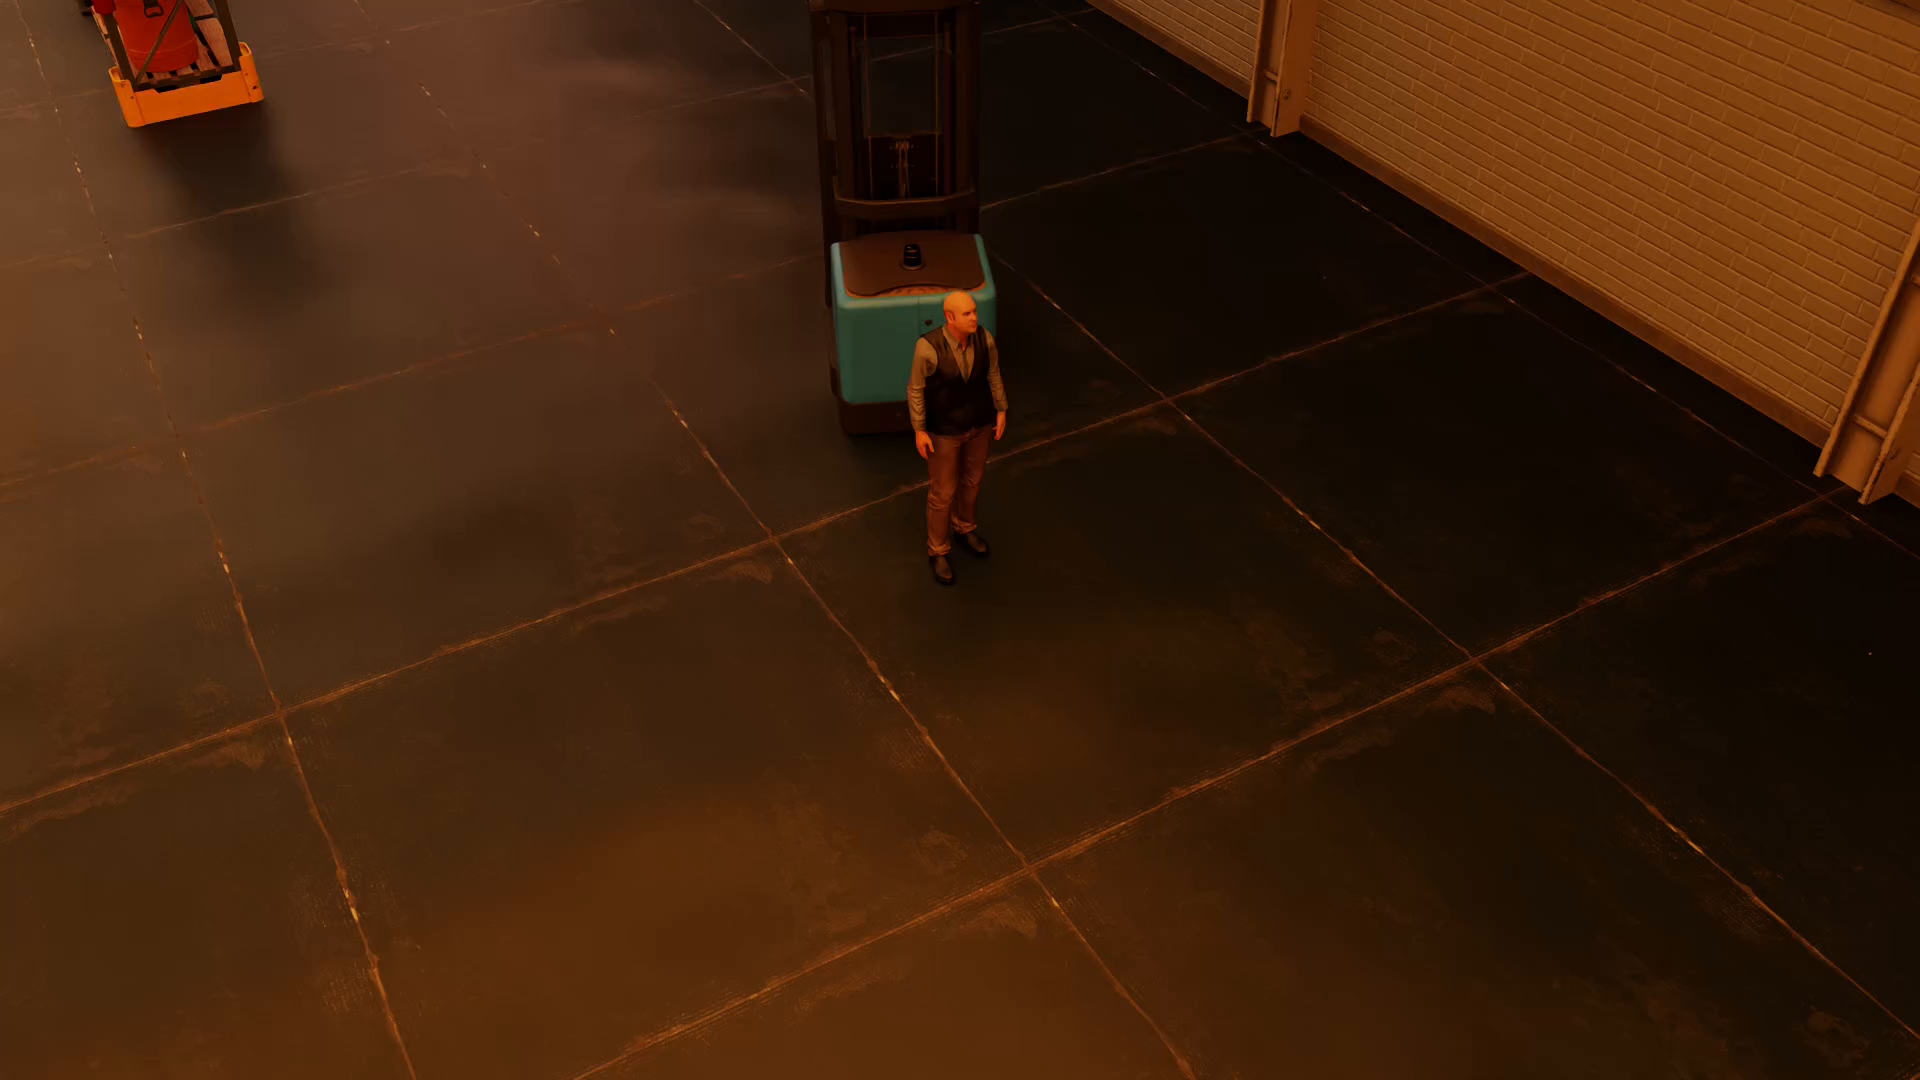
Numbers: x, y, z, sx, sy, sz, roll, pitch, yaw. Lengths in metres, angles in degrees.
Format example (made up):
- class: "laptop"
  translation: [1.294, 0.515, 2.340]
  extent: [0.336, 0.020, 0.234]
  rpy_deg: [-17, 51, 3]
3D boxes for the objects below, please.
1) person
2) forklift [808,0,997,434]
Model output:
- class: "person"
  translation: [0.024, -0.631, 9.733]
  extent: [0.632, 1.720, 0.568]
  rpy_deg: [-20, 44, -23]
- class: "forklift"
  translation: [-0.440, -2.769, 11.374]
  extent: [1.130, 2.935, 3.031]
  rpy_deg: [-4, 40, -5]
